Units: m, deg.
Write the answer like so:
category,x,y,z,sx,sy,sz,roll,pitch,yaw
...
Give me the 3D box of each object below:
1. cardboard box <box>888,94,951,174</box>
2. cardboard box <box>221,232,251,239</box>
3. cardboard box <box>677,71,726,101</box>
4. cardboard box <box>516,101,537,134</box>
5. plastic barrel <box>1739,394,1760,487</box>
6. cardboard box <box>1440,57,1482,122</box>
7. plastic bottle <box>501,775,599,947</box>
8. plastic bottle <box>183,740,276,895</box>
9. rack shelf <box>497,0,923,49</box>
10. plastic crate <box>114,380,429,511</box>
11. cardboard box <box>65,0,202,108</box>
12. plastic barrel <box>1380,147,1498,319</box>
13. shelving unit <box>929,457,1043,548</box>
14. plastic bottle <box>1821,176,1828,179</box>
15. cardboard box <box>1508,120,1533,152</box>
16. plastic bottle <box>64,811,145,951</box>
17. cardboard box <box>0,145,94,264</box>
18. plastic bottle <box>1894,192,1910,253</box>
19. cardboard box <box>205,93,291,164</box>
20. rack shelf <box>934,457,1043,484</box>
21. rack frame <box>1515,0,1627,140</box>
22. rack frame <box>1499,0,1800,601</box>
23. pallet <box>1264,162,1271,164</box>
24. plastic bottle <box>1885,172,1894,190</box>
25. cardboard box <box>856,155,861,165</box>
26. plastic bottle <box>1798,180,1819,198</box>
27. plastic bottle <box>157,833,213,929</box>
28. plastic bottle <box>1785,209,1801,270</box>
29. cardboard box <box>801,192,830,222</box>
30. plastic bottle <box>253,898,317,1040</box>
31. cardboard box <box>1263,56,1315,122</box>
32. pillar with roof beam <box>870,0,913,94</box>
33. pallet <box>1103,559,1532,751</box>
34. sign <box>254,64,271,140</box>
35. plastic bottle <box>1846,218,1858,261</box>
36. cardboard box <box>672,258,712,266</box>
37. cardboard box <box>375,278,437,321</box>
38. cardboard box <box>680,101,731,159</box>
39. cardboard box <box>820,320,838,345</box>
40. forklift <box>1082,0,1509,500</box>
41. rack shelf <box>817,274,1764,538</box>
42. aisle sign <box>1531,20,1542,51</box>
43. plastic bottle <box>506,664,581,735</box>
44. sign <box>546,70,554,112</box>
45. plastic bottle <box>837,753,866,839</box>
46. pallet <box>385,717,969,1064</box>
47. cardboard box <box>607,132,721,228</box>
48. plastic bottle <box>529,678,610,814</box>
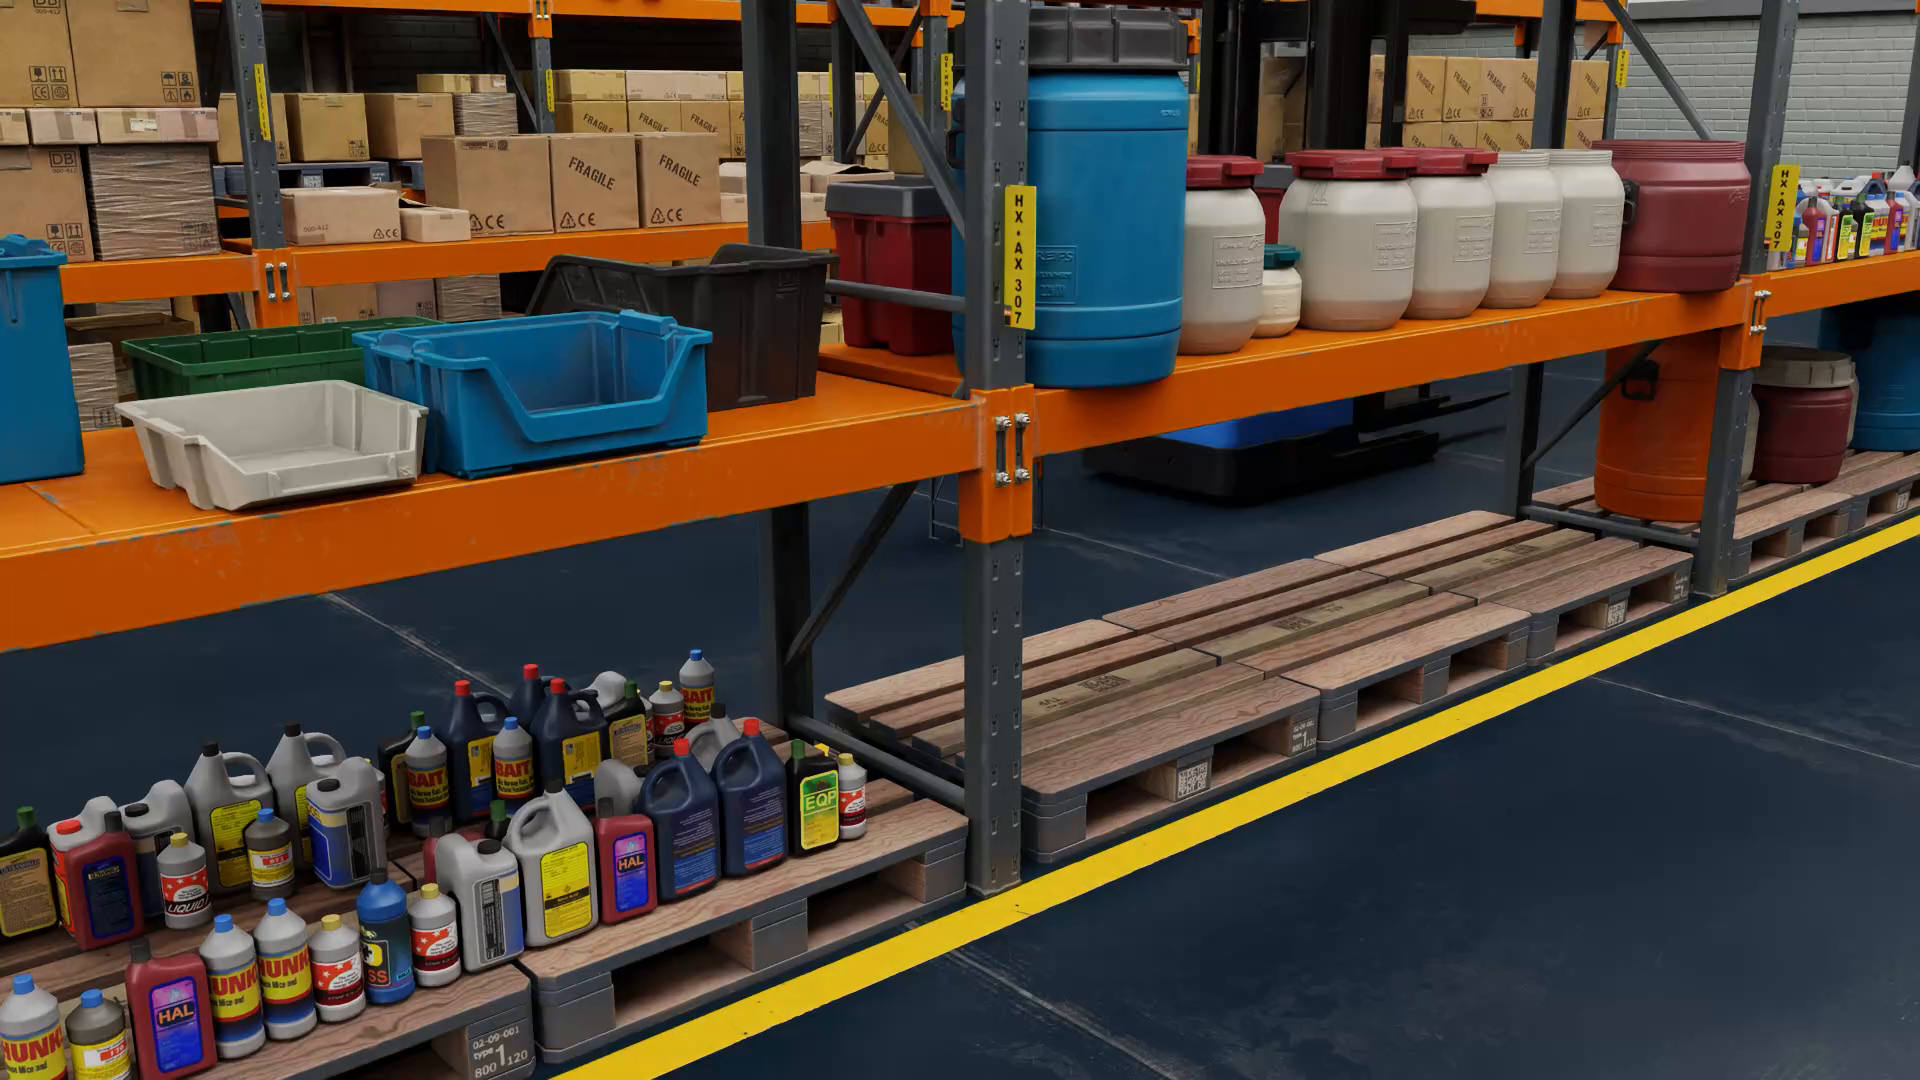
category,x,y,z,sx,sy,sz,roll,pitch,yaw
cardboard box,-0.044,-2.652,10.860,0.700,0.500,0.500,8,17,28
cardboard box,-5.453,-2.218,12.779,0.500,0.250,0.500,-13,20,-41
cardboard box,-2.409,-4.004,14.664,0.500,0.250,0.500,-12,19,-39
cardboard box,-3.517,-3.569,14.491,0.500,0.500,0.500,-12,19,-39
plastic barrel,3.529,-0.508,7.846,0.421,0.512,0.421,0,15,0
cardboard box,3.890,-3.681,13.587,0.500,0.500,0.500,-13,20,-41
plastic bottle,-0.899,0.690,3.636,0.185,0.351,0.144,-13,20,-40
plastic bottle,-1.699,0.629,3.864,0.185,0.351,0.144,-12,19,-37
rack shelf,-2.191,-4.677,15.027,4.000,0.370,1.077,-13,19,-39
plastic crate,-1.273,-0.178,3.116,0.437,0.136,0.530,-13,19,-39
cardboard box,-3.793,-2.194,7.442,0.500,0.500,0.700,-13,19,-39
plastic barrel,1.532,-1.013,5.465,0.433,0.535,0.433,0,15,0
shelving unit,0.125,-0.608,7.700,0.503,1.200,0.258,-13,19,-39
plastic bottle,4.594,-1.799,8.900,0.133,0.283,0.061,-13,19,-39
cardboard box,4.662,-3.375,14.380,0.500,0.500,0.500,-12,19,-39
plastic bottle,-1.855,0.734,3.600,0.133,0.283,0.061,-13,19,-39
cardboard box,-4.187,-1.476,7.270,0.500,0.500,0.700,-13,20,-40
plastic bottle,4.319,-1.466,7.674,0.097,0.271,0.097,0,15,0
cardboard box,-5.409,-3.110,12.534,0.500,0.500,0.700,-10,18,-32
rack shelf,0.125,-0.351,7.769,0.480,0.148,0.258,-13,19,-39
rack frame,5.590,-3.628,15.519,0.127,3.000,1.000,-13,19,-39
rack frame,2.804,-1.308,6.833,0.127,3.000,1.000,-13,19,-39
pallet,1.898,-2.743,12.580,1.213,0.211,1.003,-13,19,-39
plastic bottle,5.264,-1.950,9.463,0.133,0.283,0.061,-13,19,-39
cardboard box,-1.151,-3.607,15.891,0.250,0.149,0.380,-12,19,-38
plastic bottle,4.348,-1.725,8.635,0.135,0.276,0.152,-13,19,-39
plastic bottle,-1.725,0.751,3.697,0.097,0.201,0.097,0,15,0
plastic bottle,3.448,-1.270,6.942,0.097,0.271,0.097,0,15,0
cardboard box,-0.942,-1.945,9.706,0.250,0.149,0.380,-13,19,-39
plastic bottle,-1.325,0.832,3.258,0.097,0.271,0.097,0,15,0
cardboard box,2.784,-3.618,13.350,0.500,0.500,0.500,-13,19,-39
pillar with roof beam,2.104,-6.261,13.753,0.400,9.000,9.100,-13,19,-39
pallet,1.274,0.369,5.960,1.213,0.211,1.003,-13,19,-39
sign,-3.097,-1.944,7.383,0.005,0.325,0.100,-13,19,-39
plastic bottle,3.897,-1.337,7.329,0.097,0.201,0.097,0,15,0
cardboard box,-2.394,-2.647,15.198,0.750,0.750,0.750,-13,20,-40
cardboard box,-4.674,-2.044,13.583,0.500,0.500,0.700,-13,20,-39
cardboard box,-2.389,-3.641,14.760,0.500,0.500,0.500,-13,20,-40
cardboard box,-1.066,-1.192,9.828,0.500,0.311,0.500,-13,20,-40
forklift,2.079,-1.917,9.245,3.031,2.935,1.130,-14,20,-41
rack shelf,1.295,-0.621,5.657,4.000,0.370,1.077,-13,19,-39
aisle sign,5.449,-4.952,15.441,0.004,0.787,0.394,-13,19,-39
plastic bottle,-1.095,0.493,4.372,0.185,0.351,0.144,-12,19,-38
sign,-3.336,-3.653,13.525,0.005,0.325,0.100,-13,19,-39
plastic bottle,-0.283,0.632,4.143,0.097,0.201,0.097,0,15,0
pallet,-0.748,0.823,4.260,1.213,0.211,1.003,-13,19,-39
cardboard box,-1.700,-2.033,9.356,0.500,0.500,0.500,-14,20,-42
plastic bottle,-1.001,0.521,4.266,0.185,0.351,0.144,-13,19,-39
